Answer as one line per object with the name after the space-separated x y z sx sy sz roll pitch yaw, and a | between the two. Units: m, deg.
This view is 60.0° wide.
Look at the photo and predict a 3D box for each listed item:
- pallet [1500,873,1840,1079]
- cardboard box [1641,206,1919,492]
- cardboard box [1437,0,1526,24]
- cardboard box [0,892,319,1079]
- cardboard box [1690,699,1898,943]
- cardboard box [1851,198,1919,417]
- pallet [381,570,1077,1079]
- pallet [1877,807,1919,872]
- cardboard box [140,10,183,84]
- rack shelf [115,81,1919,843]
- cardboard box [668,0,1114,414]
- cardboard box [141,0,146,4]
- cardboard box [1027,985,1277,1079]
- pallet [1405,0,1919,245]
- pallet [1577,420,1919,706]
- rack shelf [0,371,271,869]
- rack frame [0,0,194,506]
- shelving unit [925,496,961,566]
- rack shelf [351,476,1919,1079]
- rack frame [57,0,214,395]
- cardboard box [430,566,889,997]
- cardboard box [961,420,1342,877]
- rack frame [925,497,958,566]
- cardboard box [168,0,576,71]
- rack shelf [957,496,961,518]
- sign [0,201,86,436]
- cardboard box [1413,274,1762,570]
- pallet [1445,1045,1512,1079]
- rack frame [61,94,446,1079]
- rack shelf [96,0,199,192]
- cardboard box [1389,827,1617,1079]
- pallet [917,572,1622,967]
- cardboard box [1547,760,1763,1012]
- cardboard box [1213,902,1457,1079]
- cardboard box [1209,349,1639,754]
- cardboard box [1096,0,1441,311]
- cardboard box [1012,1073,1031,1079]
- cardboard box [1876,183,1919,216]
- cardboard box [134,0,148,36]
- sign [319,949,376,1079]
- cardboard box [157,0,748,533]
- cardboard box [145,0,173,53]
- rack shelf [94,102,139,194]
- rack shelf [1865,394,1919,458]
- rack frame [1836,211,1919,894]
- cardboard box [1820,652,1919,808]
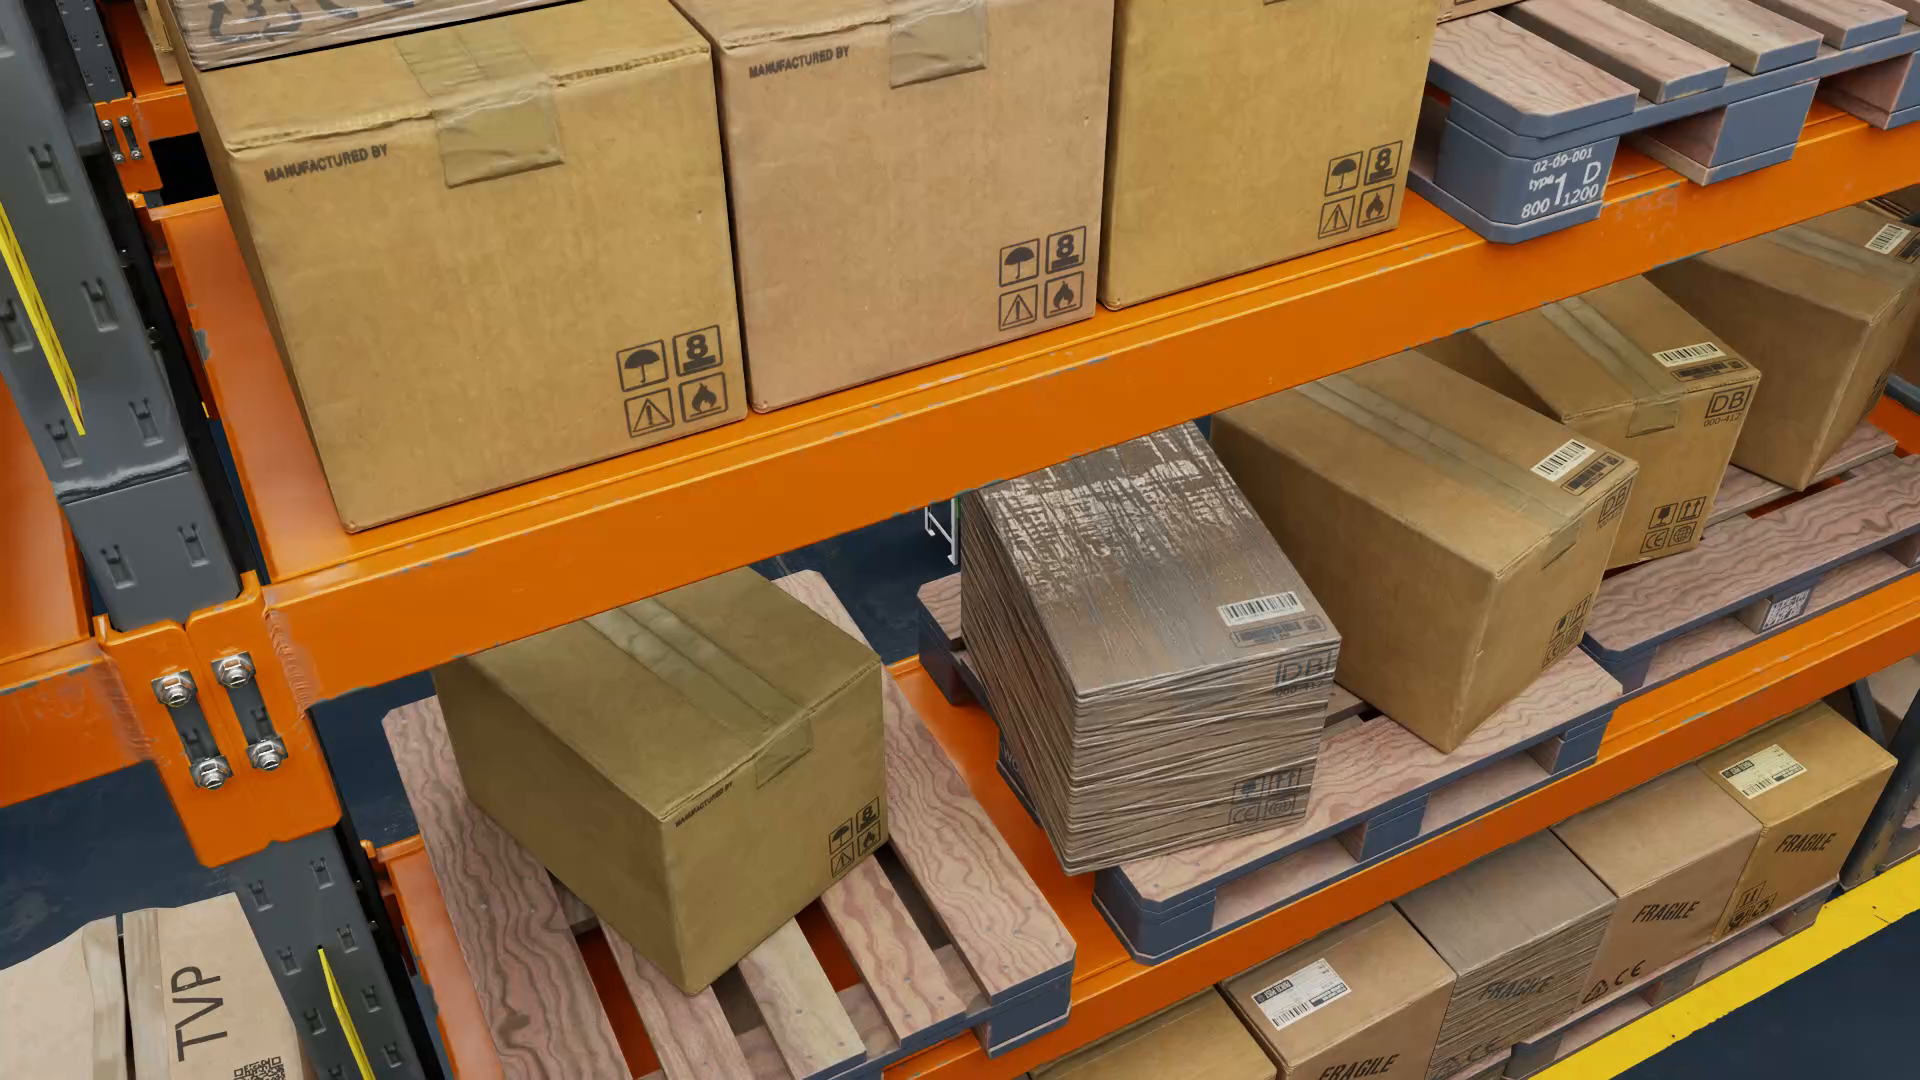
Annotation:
1.777 0.941 4.975 1.213 0.211 1.003 -19 44 -21 | pallet
1.958 -0.573 4.203 0.700 0.500 0.500 31 49 31 | cardboard box
0.819 -1.261 2.617 0.600 0.600 0.600 -20 44 -22 | cardboard box
-1.409 0.924 2.906 0.500 0.311 0.500 -16 43 -18 | cardboard box
2.176 0.710 4.684 0.500 0.500 0.500 -19 44 -21 | cardboard box
2.806 -0.722 4.704 0.500 0.500 0.500 -18 43 -20 | cardboard box
-0.498 0.637 3.325 1.003 0.211 1.213 -19 44 -21 | pallet
3.091 0.472 5.529 1.213 0.211 1.003 -19 44 -21 | pallet
-2.959 -1.909 6.362 0.250 0.149 0.380 -19 44 -21 | cardboard box
0.707 -0.661 2.944 4.000 0.370 1.077 -19 44 -21 | rack shelf
-0.243 -0.679 2.331 0.500 0.500 0.910 -19 44 -21 | cardboard box
-3.061 -2.483 6.538 0.500 0.500 0.500 -18 44 -20 | cardboard box
0.378 1.314 3.970 0.500 0.500 0.500 -19 44 -21 | cardboard box
0.952 -0.995 2.928 1.003 0.211 1.213 -19 44 -21 | pallet
1.722 -0.138 4.240 1.213 0.211 1.003 -19 44 -21 | pallet
-2.840 0.533 1.534 4.000 0.370 1.077 -19 44 -21 | rack shelf
-1.066 -1.484 1.038 0.127 3.000 1.000 -19 44 -21 | rack frame
0.147 -0.507 5.921 0.503 1.200 0.258 -19 44 -21 | shelving unit
0.707 0.484 3.914 4.000 0.370 1.077 -19 44 -21 | rack shelf
-3.358 -2.031 6.328 0.127 3.000 1.000 -19 44 -21 | rack frame
-0.560 0.355 3.106 0.700 0.500 0.500 31 49 31 | cardboard box
0.339 0.192 3.300 0.500 0.500 0.700 -11 41 -13 | cardboard box
-0.070 -0.435 5.835 0.015 1.200 0.240 -19 44 -21 | rack frame
-0.677 -0.885 1.801 0.500 0.500 0.500 -19 44 -21 | cardboard box
0.147 -0.275 6.117 0.480 0.148 0.258 -19 44 -21 | rack shelf
-0.817 -0.246 1.436 0.005 0.325 0.100 -19 44 -21 | sign
1.377 -0.331 3.917 0.500 0.500 0.700 -12 42 -14 | cardboard box
0.694 1.308 4.542 1.213 0.211 1.003 -19 44 -21 | pallet
-1.066 0.806 2.976 0.127 3.000 1.000 -19 44 -21 | rack frame
-1.584 -2.354 7.266 4.000 0.370 1.077 -19 44 -21 | rack shelf
1.289 1.002 4.339 0.500 0.500 0.500 -18 43 -20 | cardboard box
0.656 0.296 3.727 1.213 0.211 1.003 -19 44 -21 | pallet
1.734 0.853 4.515 0.500 0.500 0.500 -18 44 -20 | cardboard box
0.839 1.155 4.158 0.500 0.500 0.500 -20 44 -22 | cardboard box
0.943 -0.023 3.554 0.500 0.500 0.700 -30 49 -31 | cardboard box
0.219 -0.834 2.514 0.500 0.500 0.910 -19 44 -21 | cardboard box
-0.069 1.461 3.797 0.500 0.500 0.500 -20 44 -22 | cardboard box
2.810 -1.107 4.385 0.500 0.500 0.500 -18 44 -20 | cardboard box
-3.187 -2.187 6.691 0.250 0.149 0.380 -18 43 -20 | cardboard box
-0.807 0.681 2.227 0.005 0.325 0.100 -19 44 -21 | sign
-0.695 -0.526 2.151 0.500 0.500 0.910 -19 44 -21 | cardboard box
-2.809 -2.189 6.191 0.500 0.500 0.500 -17 43 -19 | cardboard box
-5.132 -1.160 5.855 4.000 0.370 1.077 -19 44 -21 | rack shelf
4.255 -0.710 5.324 4.000 0.370 1.077 -19 44 -21 | rack shelf
2.481 -0.388 4.386 0.127 3.000 1.000 -19 44 -21 | rack frame
2.954 0.469 5.114 0.500 0.311 0.500 -19 44 -21 | cardboard box
